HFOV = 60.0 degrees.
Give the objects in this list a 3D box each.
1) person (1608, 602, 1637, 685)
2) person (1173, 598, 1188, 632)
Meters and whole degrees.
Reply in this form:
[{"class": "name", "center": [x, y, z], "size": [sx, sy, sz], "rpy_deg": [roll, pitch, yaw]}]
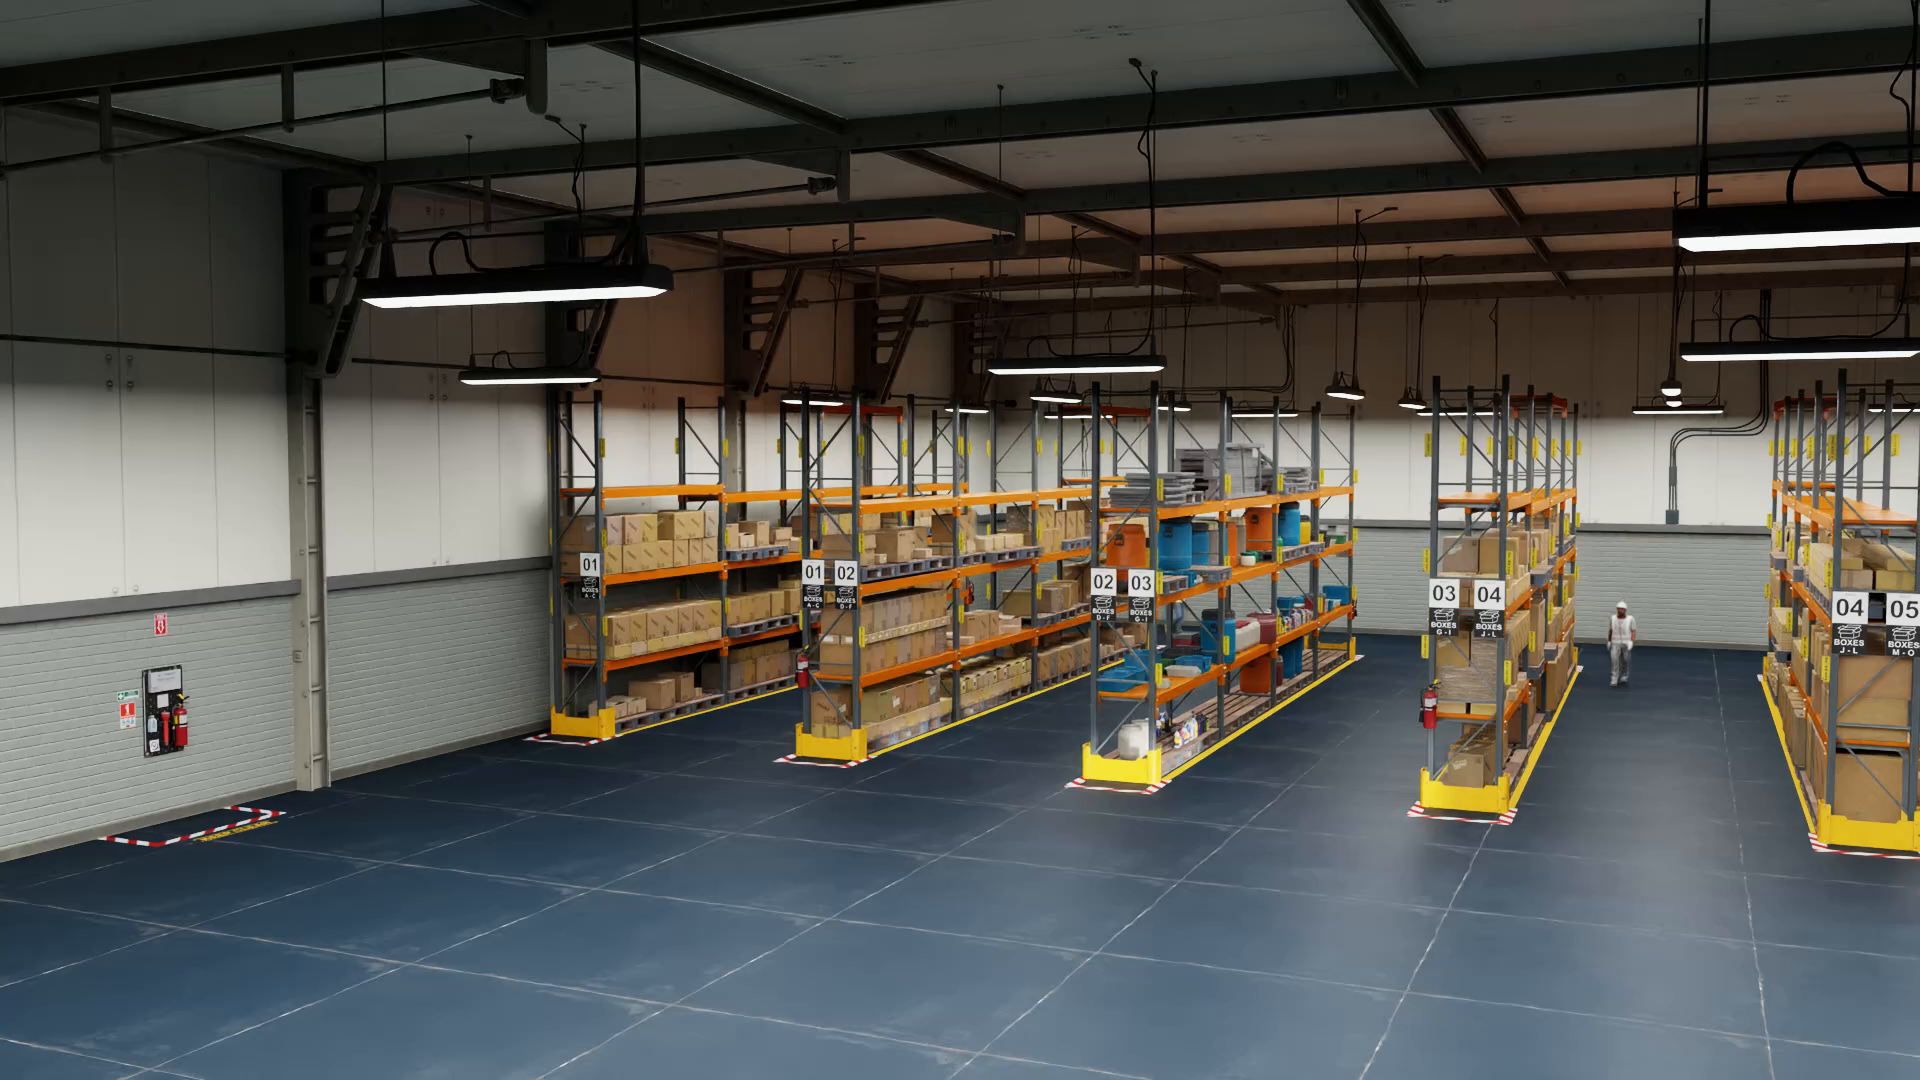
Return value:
[{"class": "person", "center": [13.948, 2.172, 35.020], "size": [0.547, 1.715, 1.054], "rpy_deg": [1, 3, 19]}, {"class": "person", "center": [5.780, 1.664, 44.188], "size": [0.471, 1.769, 0.623], "rpy_deg": [3, 4, 39]}]
